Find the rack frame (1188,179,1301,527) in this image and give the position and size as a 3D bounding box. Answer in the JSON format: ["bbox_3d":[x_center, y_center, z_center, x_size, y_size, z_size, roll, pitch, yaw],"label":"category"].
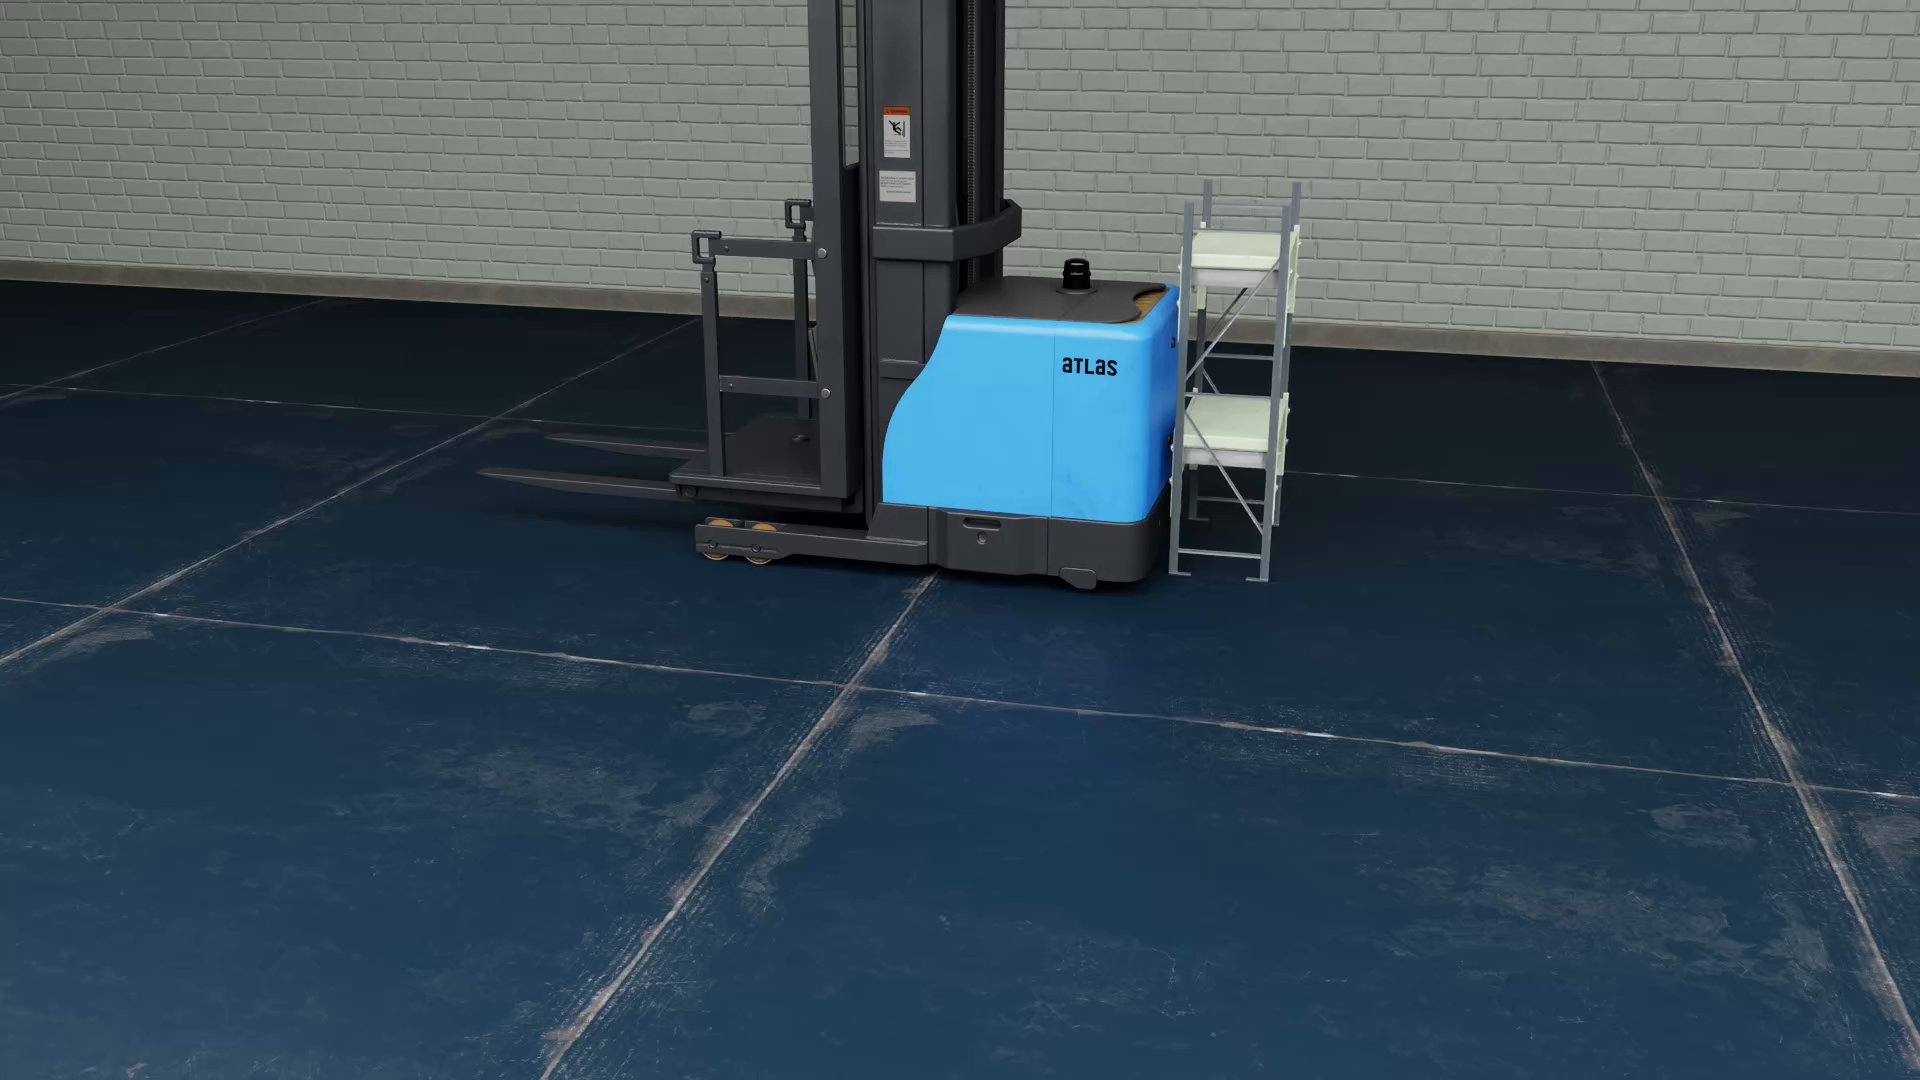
[{"bbox_3d":[1.219,-0.787,7.171,0.400,1.500,0.023,4,19,13],"label":"rack frame"}]

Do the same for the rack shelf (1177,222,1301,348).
[{"bbox_3d":[1.132,-1.041,6.709,0.431,0.370,0.720,4,19,13],"label":"rack shelf"}]

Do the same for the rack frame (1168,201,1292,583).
[{"bbox_3d":[1.046,-0.557,6.498,0.400,1.500,0.023,4,19,13],"label":"rack frame"}]

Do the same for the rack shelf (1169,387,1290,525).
[{"bbox_3d":[1.133,-0.364,6.940,0.431,0.370,0.720,4,19,13],"label":"rack shelf"}]

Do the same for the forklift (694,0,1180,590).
[{"bbox_3d":[-0.604,-1.443,6.878,3.031,2.935,1.130,5,20,15],"label":"forklift"}]

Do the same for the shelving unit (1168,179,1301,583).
[{"bbox_3d":[1.133,-0.672,6.835,0.431,1.500,0.755,4,19,13],"label":"shelving unit"}]
